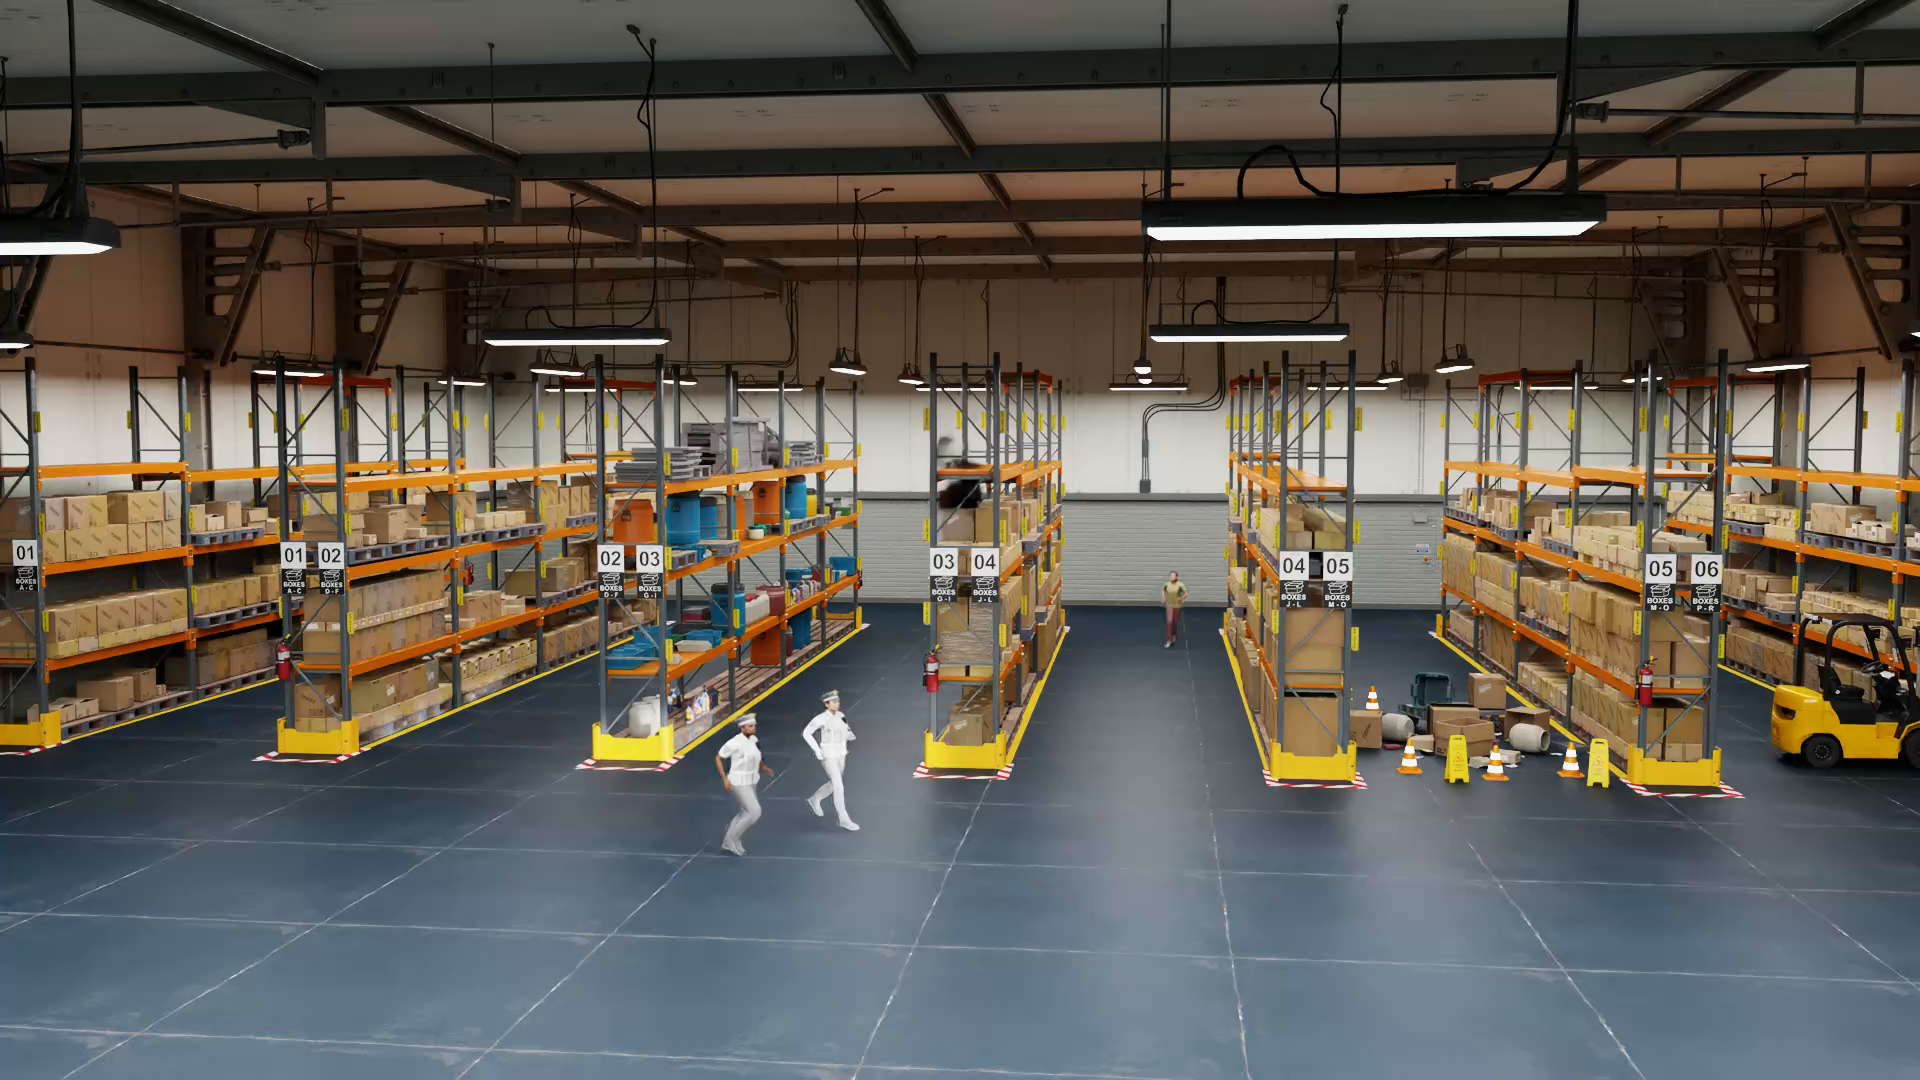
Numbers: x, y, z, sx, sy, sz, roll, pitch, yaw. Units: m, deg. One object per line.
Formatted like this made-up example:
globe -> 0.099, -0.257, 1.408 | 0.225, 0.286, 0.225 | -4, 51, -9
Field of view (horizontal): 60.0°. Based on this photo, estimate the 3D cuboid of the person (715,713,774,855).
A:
person -> -2.460, 2.806, 19.141 | 0.723, 1.650, 0.543 | 2, 5, 28

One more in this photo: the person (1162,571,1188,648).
person -> 4.810, 1.528, 37.221 | 0.593, 1.699, 0.863 | 1, 4, 14

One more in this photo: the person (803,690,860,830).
person -> -1.581, 2.682, 20.558 | 0.941, 1.678, 0.613 | 3, 5, 39
